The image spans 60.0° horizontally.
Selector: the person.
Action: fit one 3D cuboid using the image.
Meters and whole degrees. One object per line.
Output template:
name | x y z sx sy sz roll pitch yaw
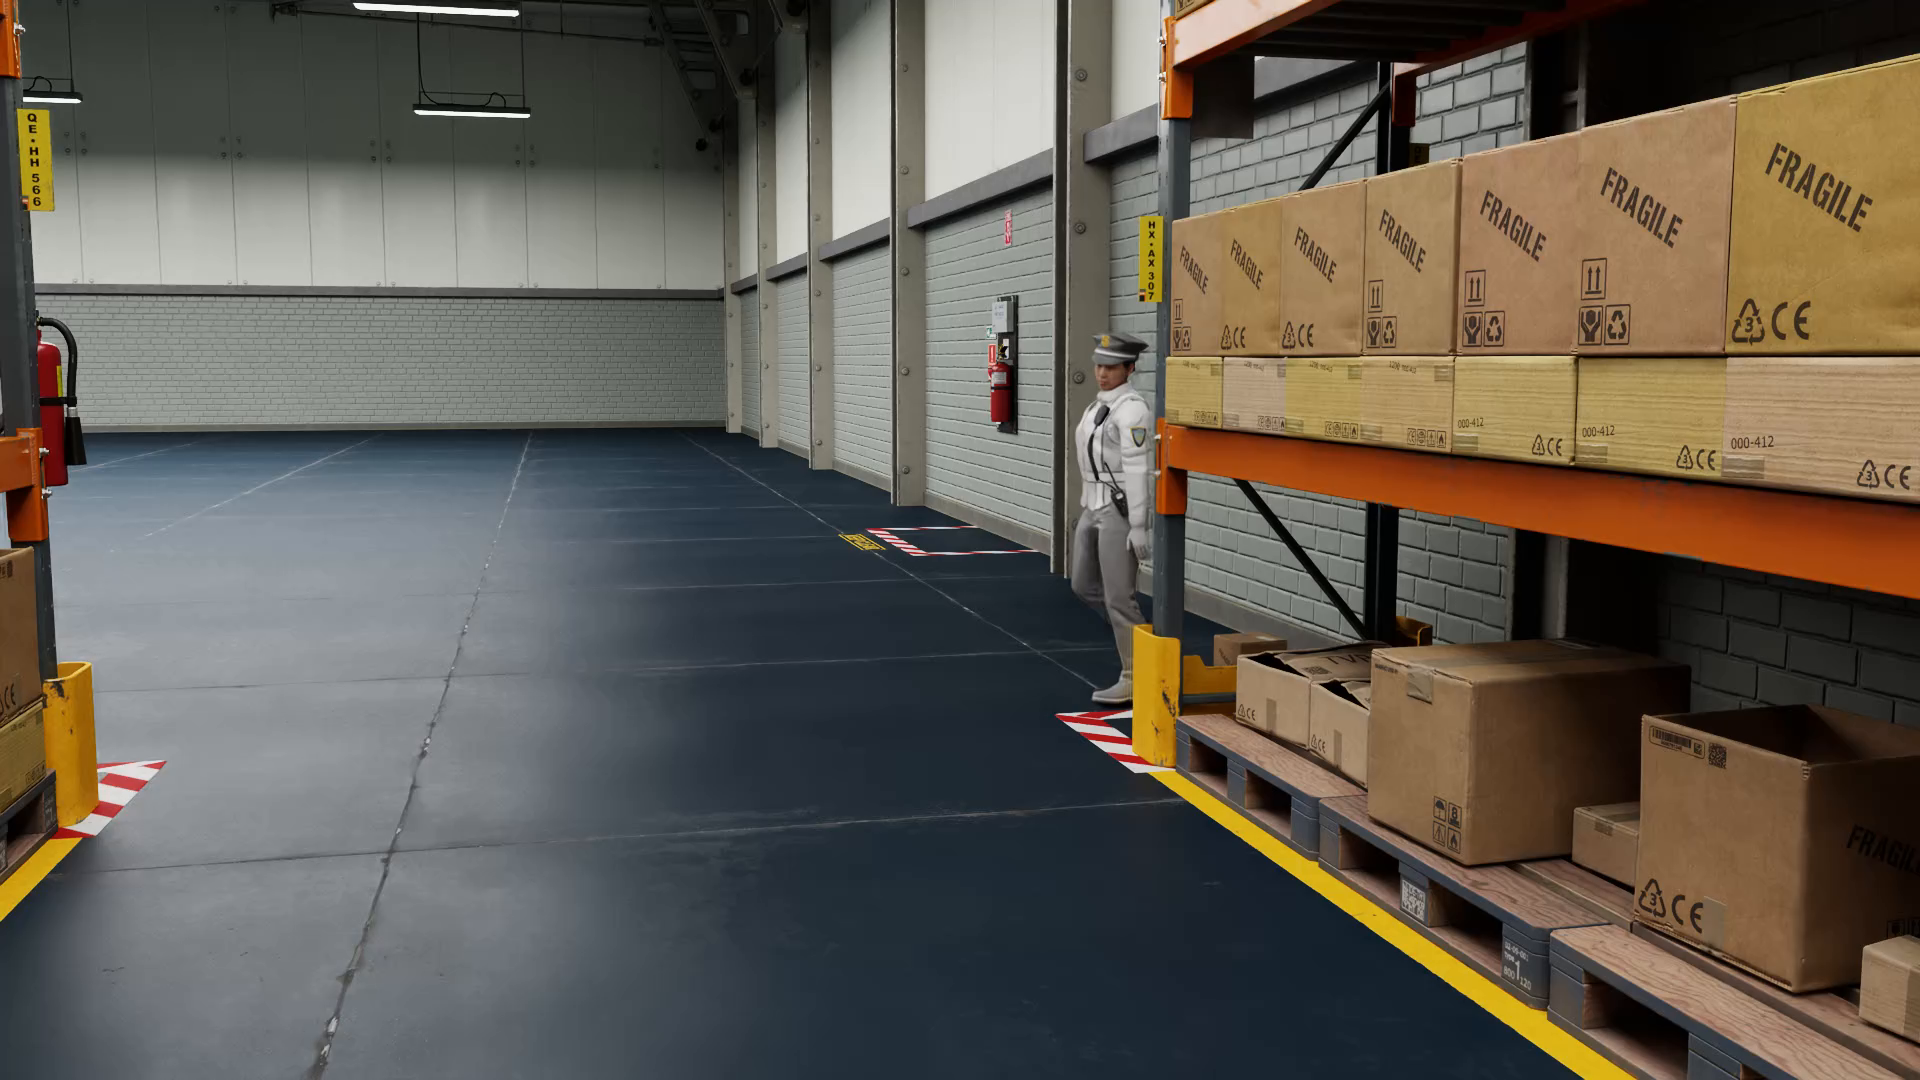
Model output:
person | 0.746 -0.102 7.515 0.488 1.662 0.652 -1 6 -13
